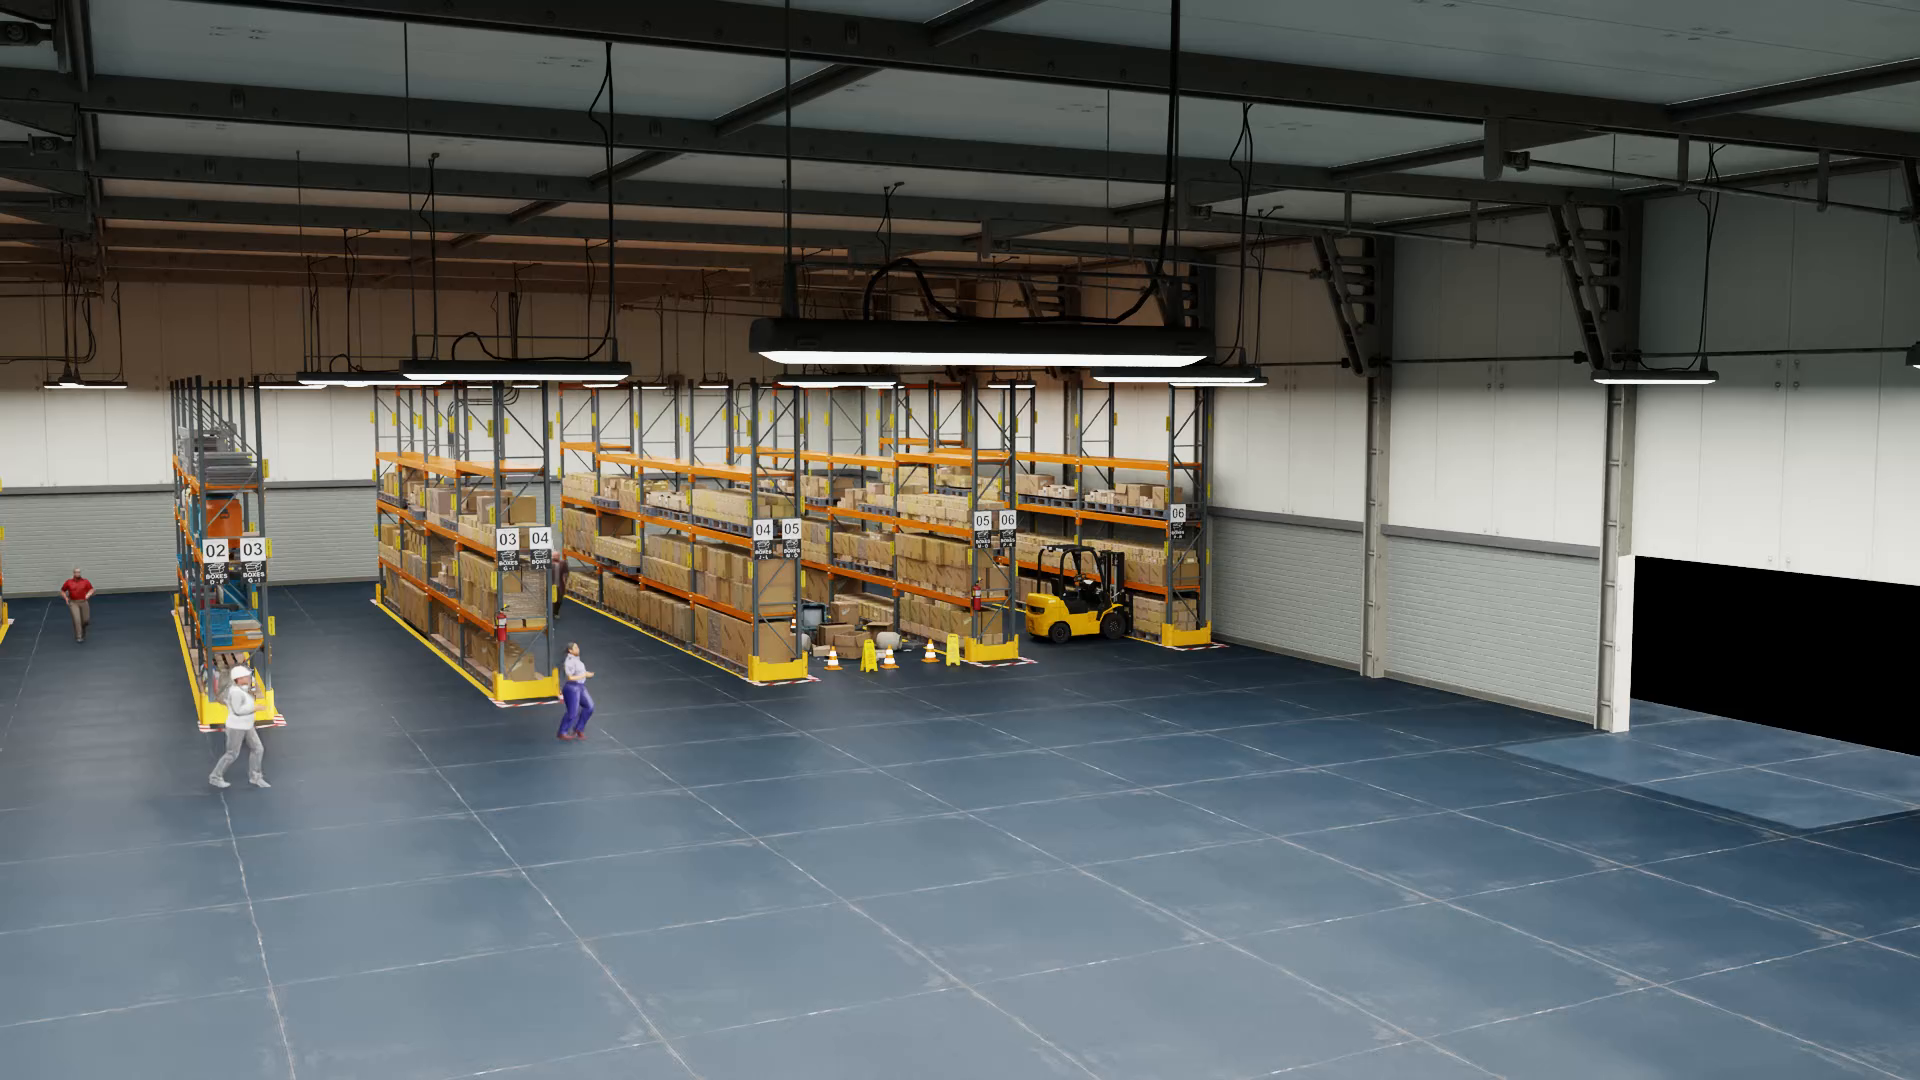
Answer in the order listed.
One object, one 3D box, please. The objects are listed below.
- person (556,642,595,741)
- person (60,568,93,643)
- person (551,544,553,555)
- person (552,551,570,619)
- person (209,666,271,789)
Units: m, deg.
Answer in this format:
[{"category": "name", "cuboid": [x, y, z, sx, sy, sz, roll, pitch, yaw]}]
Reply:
[{"category": "person", "cuboid": [-6.273, 2.467, 27.233, 0.631, 1.599, 0.583, 0, 5, 5]}, {"category": "person", "cuboid": [-20.264, 1.484, 38.207, 0.672, 1.682, 0.776, -4, 6, -37]}, {"category": "person", "cuboid": [-11.991, 0.628, 47.754, 0.738, 1.697, 0.580, 3, 6, 32]}, {"category": "person", "cuboid": [-10.131, 1.140, 41.724, 0.689, 1.734, 0.742, -3, 6, -29]}, {"category": "person", "cuboid": [-10.346, 2.716, 23.883, 0.845, 1.822, 0.605, -1, 5, -8]}]
